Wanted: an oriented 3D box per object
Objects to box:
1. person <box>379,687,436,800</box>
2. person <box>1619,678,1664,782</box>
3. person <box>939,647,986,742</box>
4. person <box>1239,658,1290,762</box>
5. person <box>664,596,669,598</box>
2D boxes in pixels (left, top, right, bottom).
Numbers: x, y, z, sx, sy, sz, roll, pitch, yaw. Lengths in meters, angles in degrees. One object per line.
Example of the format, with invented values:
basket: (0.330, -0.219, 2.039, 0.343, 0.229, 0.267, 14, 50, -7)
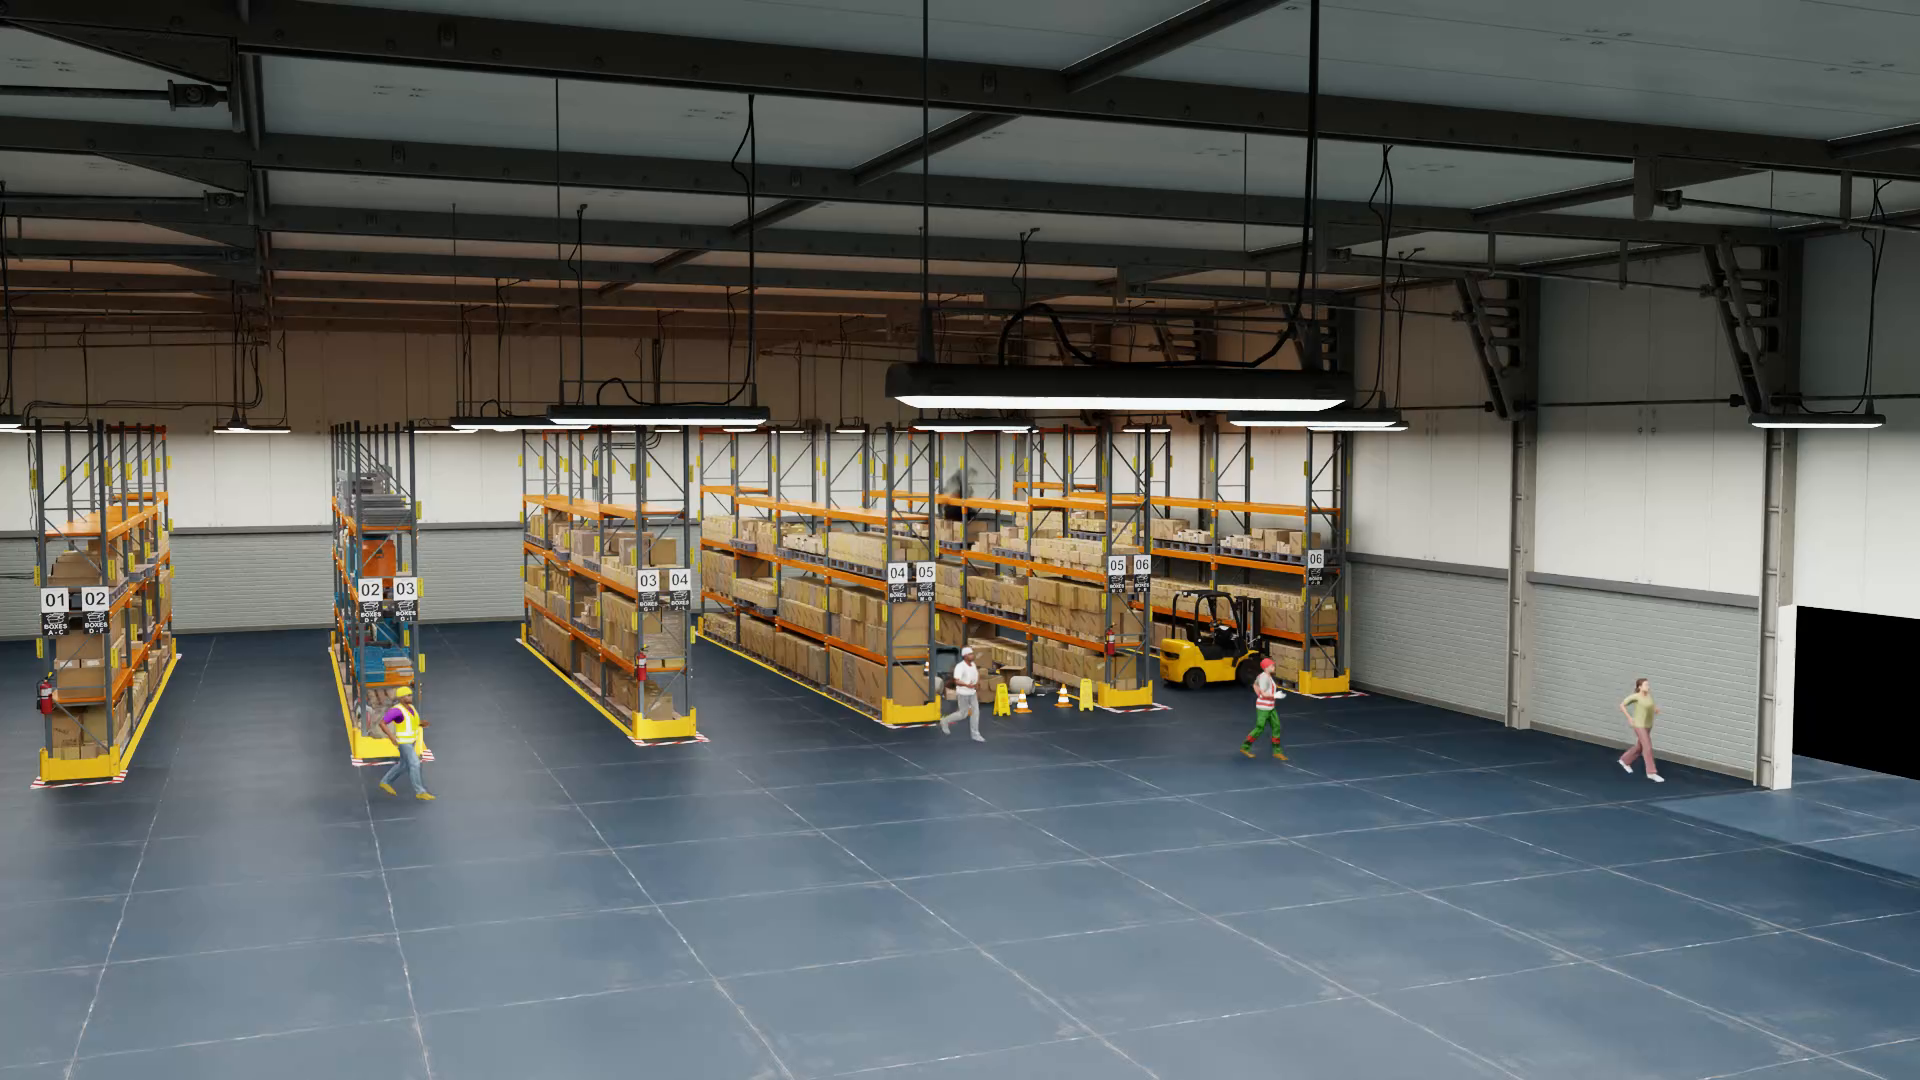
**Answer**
person: (-8.682, 3.175, 26.076, 0.969, 1.759, 0.702, 0, 4, 6)
person: (11.371, 3.133, 27.704, 0.578, 1.641, 0.948, -2, 4, -30)
person: (0.092, 2.893, 31.321, 0.927, 1.766, 0.709, 2, 4, 33)
person: (5.360, 2.988, 29.266, 0.870, 1.816, 0.636, 2, 4, 23)
person: (-8.597, 1.942, 47.331, 0.640, 1.656, 0.613, 0, 4, -3)
